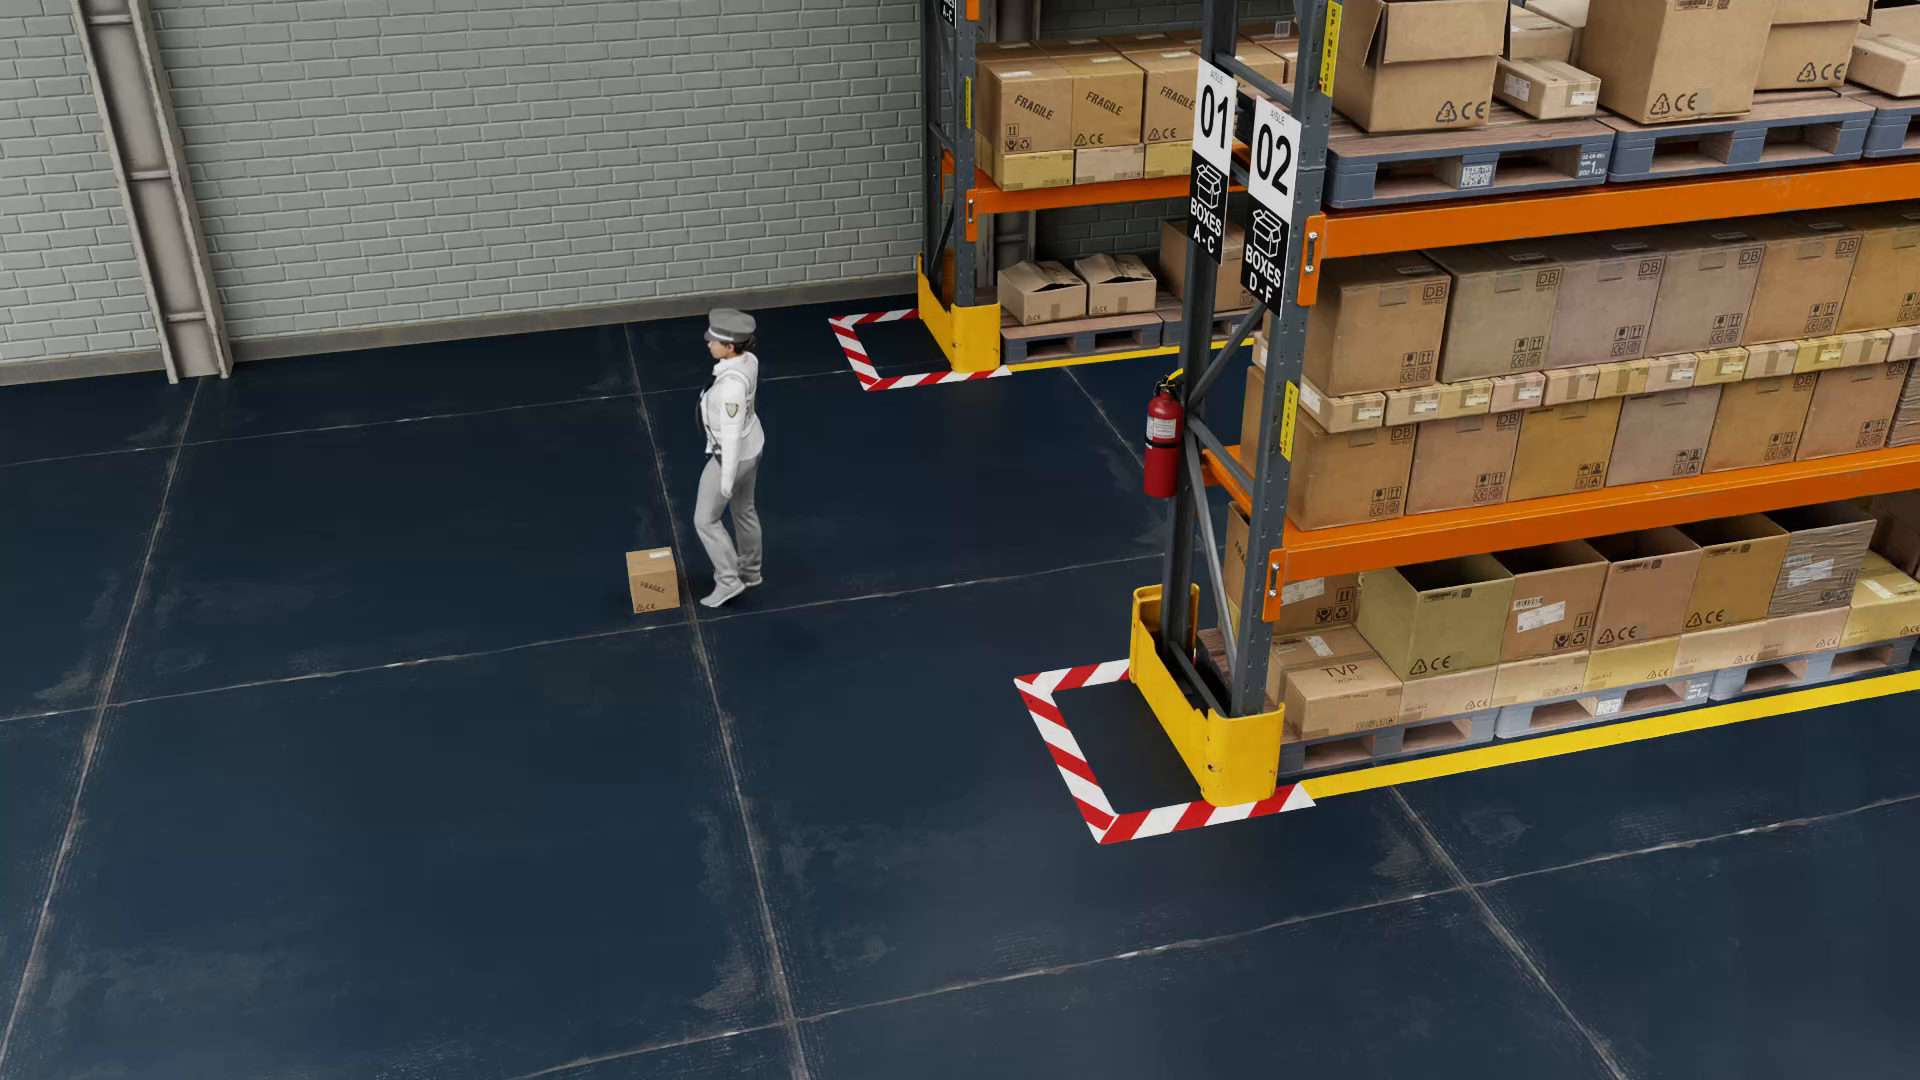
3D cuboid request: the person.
[{"bbox_3d":[-1.241,-0.443,9.004,0.386,1.728,0.517,4,31,7],"label":"person"}]
